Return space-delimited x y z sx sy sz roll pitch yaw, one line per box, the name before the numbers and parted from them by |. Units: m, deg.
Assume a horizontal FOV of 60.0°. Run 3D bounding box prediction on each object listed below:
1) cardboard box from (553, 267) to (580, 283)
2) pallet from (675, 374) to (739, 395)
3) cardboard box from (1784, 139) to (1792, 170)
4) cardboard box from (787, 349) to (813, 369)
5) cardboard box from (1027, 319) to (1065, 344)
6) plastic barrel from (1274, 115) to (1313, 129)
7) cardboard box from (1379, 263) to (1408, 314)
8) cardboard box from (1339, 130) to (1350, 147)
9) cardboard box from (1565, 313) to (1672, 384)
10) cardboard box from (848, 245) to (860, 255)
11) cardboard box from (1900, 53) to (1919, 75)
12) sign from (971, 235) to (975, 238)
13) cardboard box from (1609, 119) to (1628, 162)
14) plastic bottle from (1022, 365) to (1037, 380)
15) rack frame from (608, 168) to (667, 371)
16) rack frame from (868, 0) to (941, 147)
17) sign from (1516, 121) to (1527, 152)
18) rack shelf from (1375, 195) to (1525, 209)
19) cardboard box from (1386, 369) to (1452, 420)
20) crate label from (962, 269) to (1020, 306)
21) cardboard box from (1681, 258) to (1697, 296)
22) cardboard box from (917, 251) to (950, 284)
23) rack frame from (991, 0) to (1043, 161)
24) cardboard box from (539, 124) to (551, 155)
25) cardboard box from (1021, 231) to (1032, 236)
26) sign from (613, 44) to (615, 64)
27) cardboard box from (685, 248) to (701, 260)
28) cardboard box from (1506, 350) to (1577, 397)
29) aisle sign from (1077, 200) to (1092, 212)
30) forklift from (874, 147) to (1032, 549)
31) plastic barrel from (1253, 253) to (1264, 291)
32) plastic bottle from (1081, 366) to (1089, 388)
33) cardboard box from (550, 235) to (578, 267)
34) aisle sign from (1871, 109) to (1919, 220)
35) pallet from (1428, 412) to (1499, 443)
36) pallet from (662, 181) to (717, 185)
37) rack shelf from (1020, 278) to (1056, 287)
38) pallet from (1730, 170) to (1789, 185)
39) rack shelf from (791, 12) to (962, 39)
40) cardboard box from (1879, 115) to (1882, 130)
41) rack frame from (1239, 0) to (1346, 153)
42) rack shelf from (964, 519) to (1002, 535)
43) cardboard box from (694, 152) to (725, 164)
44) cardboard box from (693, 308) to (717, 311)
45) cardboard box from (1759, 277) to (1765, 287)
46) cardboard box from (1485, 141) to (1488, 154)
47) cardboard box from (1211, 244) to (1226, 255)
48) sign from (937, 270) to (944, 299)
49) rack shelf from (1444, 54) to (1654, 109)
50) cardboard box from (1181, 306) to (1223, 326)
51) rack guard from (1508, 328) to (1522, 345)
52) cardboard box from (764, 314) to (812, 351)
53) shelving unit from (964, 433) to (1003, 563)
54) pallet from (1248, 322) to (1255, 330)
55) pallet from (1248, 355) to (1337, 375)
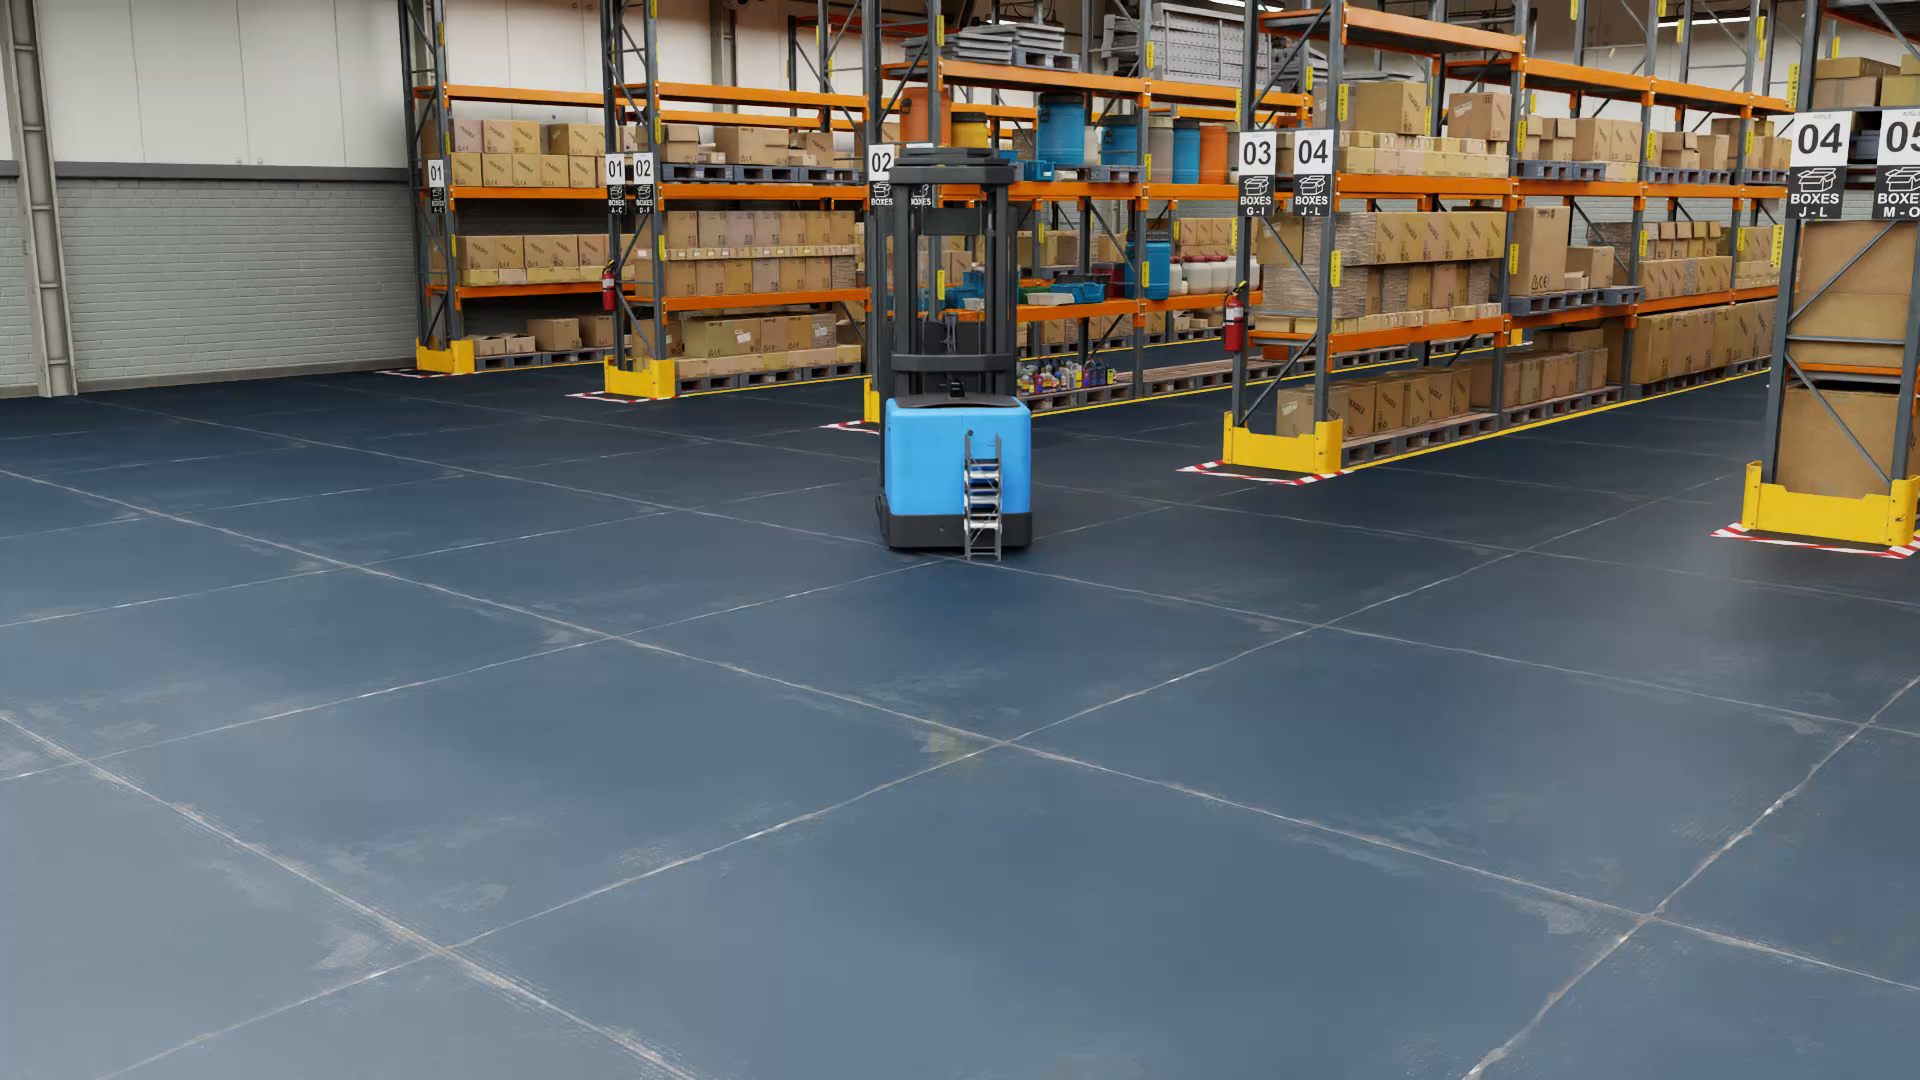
cardboard box | -6.499 -4.293 26.880 0.500 0.250 0.500 10 15 41
pallet | -3.871 -2.211 23.239 1.003 0.211 1.213 10 15 40
cardboard box | 12.892 -6.157 26.638 0.700 0.500 0.500 9 14 38
cardboard box | -2.502 -2.662 24.328 0.500 0.250 0.500 10 15 40
cardboard box | 1.452 -3.657 28.621 0.500 0.500 0.500 11 15 43
plastic barrel | 5.032 -5.967 25.099 0.600 0.830 0.708 10 15 40
cardboard box | 4.081 -2.608 17.095 0.875 0.500 0.500 10 15 40
cardboard box | 3.450 -3.782 15.695 0.380 0.149 0.250 10 15 40
cardboard box | 8.847 -2.618 22.515 1.225 0.875 0.875 9 14 38
cardboard box | -1.722 -4.348 24.910 0.380 0.149 0.250 10 15 40
cardboard box | 7.213 -3.524 12.317 0.380 0.149 0.250 10 15 41
sign | 0.268 -6.326 33.969 0.100 0.325 0.005 10 15 40
cardboard box | 7.918 -4.941 20.603 0.500 0.500 0.500 10 15 40
plastic bottle | 0.893 -2.117 21.481 0.152 0.276 0.135 10 15 40
rack frame | -4.344 -3.460 22.376 1.000 3.000 0.127 10 15 40
rack frame | -0.626 -5.761 18.579 1.000 3.000 0.127 10 15 40
sign | 6.148 -4.423 18.217 0.100 0.325 0.005 10 15 40
rack shelf | 8.616 -5.997 29.256 1.077 0.370 4.000 10 15 40
cardboard box | 5.069 -1.608 18.415 0.500 0.500 0.500 -7 13 -30
crate label | 0.386 -3.142 20.694 0.502 0.435 0.616 10 15 40
cardboard box | 9.907 -3.666 23.154 0.500 0.500 0.500 10 15 41
cardboard box | -0.506 -4.360 26.625 0.500 0.500 0.500 10 15 40
rack frame | 0.937 -7.579 27.681 1.000 3.000 0.127 10 15 40
cardboard box | -6.948 -6.442 26.787 0.500 0.500 0.500 10 15 40
cardboard box | 1.183 -6.305 35.855 0.980 0.700 0.700 9 14 38
sign | -5.848 -8.237 28.187 0.100 0.325 0.005 10 15 40
cardboard box | -3.751 -3.896 22.648 0.380 0.149 0.250 9 15 39
cardboard box | 7.223 -2.077 20.710 0.500 0.500 0.700 -11 15 -43
aisle sign | 2.767 -7.701 36.970 0.394 0.787 0.004 10 15 40
forklift | -0.119 -1.613 13.305 1.130 2.935 3.031 -1 11 -5
plastic barrel | 4.577 -3.955 24.508 0.600 0.536 0.708 10 15 40
plastic bottle | 1.603 -2.102 21.387 0.133 0.283 0.061 -11 16 -44
cardboard box | -6.515 -4.659 26.798 0.500 0.500 0.500 10 15 42
aisle sign | 6.933 -2.748 12.174 0.394 0.787 0.004 10 15 40
pallet | 5.319 -1.296 18.662 1.003 0.211 1.213 10 15 40
pallet | -4.940 -6.144 28.637 1.213 0.211 1.003 10 15 40
rack shelf | 2.257 -4.578 29.812 1.077 0.370 4.000 10 15 40
pallet | 12.370 -5.669 26.005 1.003 0.211 1.213 10 15 40
rack shelf | -1.466 -9.790 32.103 1.077 0.370 4.000 10 15 40
cardboard box | 7.222 -3.330 13.380 0.380 0.149 0.250 10 15 41
rack frame | 3.095 -5.120 15.373 1.000 3.000 0.127 10 15 40
rack shelf | 0.164 -0.093 11.970 0.258 0.077 0.200 -1 11 -5
cardboard box | -3.435 -5.233 22.804 0.380 0.149 0.250 10 15 40
cardboard box | -4.666 -4.222 29.534 0.500 0.250 0.500 9 15 39
cardboard box | 12.149 -3.976 25.598 0.380 0.149 0.250 9 15 40
cardboard box | 5.493 -4.247 18.025 0.380 0.149 0.250 10 15 41
cardboard box | 4.786 -5.463 32.151 0.500 0.500 0.500 10 15 40
sign | -0.215 -2.883 18.780 0.100 0.325 0.005 10 15 40
rack shelf | 7.056 -5.454 19.902 1.077 0.370 4.000 10 15 40
cardboard box | 4.814 -4.494 32.804 0.797 0.503 0.637 10 15 40
rack guard | 9.942 -3.952 31.223 1.175 0.500 0.348 10 15 40
cardboard box | -2.511 -3.031 24.262 0.500 0.500 0.500 10 15 40
shelving unit | 0.164 -0.303 11.928 0.258 0.900 0.210 -1 11 -5
pallet | 5.642 -4.318 33.791 1.003 0.211 1.213 10 15 40
pallet | 5.144 -2.750 25.940 1.003 0.211 1.213 10 15 40
